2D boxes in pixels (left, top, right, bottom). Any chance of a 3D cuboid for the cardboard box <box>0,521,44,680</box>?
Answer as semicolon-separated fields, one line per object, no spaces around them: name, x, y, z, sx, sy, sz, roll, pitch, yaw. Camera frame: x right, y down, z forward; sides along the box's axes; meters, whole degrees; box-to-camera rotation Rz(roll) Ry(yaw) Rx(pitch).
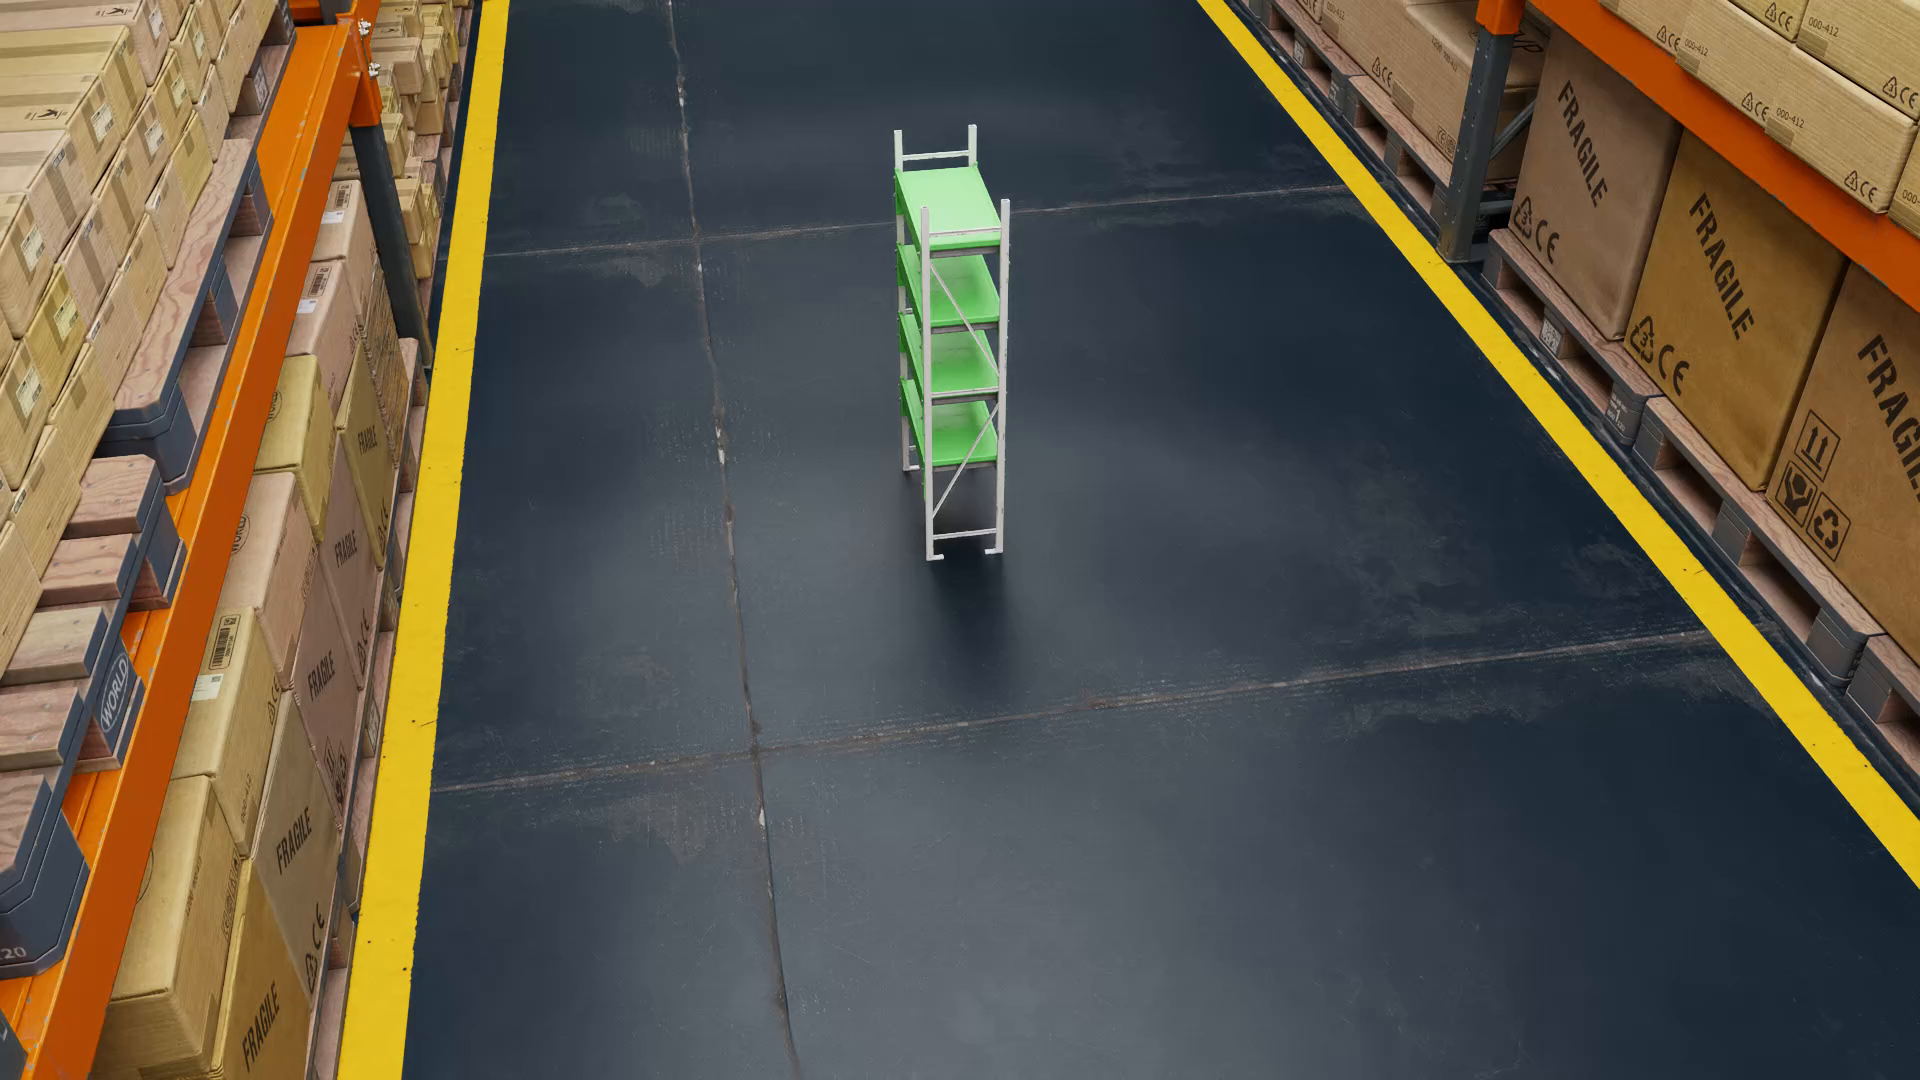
cardboard box;-1.647;0.115;2.520;0.380;0.149;0.250;-4;38;-6

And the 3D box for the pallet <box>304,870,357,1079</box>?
pallet;-1.855;1.264;3.451;1.003;0.211;1.213;-6;38;-8

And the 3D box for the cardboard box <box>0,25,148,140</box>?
cardboard box;-1.882;-0.911;3.355;0.380;0.149;0.250;-7;38;-9

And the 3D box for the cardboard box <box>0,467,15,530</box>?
cardboard box;-1.657;-0.026;2.459;0.380;0.149;0.250;-4;38;-6

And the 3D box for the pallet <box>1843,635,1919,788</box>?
pallet;3.072;0.659;4.230;1.003;0.211;1.213;-6;38;-8

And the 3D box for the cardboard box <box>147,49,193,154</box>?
cardboard box;-1.922;-0.950;3.648;0.380;0.149;0.250;-6;38;-8

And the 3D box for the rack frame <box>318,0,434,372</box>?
rack frame;-2.421;-1.781;5.097;1.000;3.000;0.127;-6;38;-8

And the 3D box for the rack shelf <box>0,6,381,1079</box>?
rack shelf;-2.071;-0.289;3.763;1.077;0.370;4.000;-6;38;-8

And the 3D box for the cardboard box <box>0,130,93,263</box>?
cardboard box;-1.794;-0.600;2.955;0.380;0.149;0.250;-5;38;-6

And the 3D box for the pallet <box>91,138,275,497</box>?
pallet;-2.107;-0.480;3.580;1.003;0.211;1.213;-6;38;-8

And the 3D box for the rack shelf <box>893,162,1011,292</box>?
rack shelf;-0.029;-0.902;4.755;0.258;0.148;0.480;-6;38;-8

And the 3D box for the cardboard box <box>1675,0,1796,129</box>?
cardboard box;2.418;-1.397;4.726;0.500;0.250;0.500;-7;38;-8

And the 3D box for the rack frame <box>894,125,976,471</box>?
rack frame;-0.072;-0.721;5.200;0.240;1.200;0.015;-6;38;-8

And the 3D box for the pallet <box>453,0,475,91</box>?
pallet;-3.002;-2.555;8.367;1.003;0.211;1.213;-6;38;-8

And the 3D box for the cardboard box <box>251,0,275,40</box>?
cardboard box;-2.110;-1.472;4.562;0.380;0.149;0.250;-6;38;-8

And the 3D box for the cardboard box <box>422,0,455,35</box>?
cardboard box;-2.553;-2.441;7.686;0.380;0.149;0.250;-6;38;-7

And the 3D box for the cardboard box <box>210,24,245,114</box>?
cardboard box;-2.025;-1.170;4.173;0.380;0.149;0.250;-8;39;-10

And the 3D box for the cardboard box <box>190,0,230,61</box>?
cardboard box;-2.017;-1.272;4.062;0.380;0.149;0.250;-7;38;-9

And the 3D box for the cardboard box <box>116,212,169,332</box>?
cardboard box;-1.834;-0.524;3.342;0.380;0.149;0.250;-6;38;-7

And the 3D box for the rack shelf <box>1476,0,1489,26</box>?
rack shelf;2.084;-3.298;7.637;1.077;0.370;4.000;-6;38;-8

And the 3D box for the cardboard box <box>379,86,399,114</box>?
cardboard box;-2.360;-1.606;6.369;0.380;0.149;0.250;-7;38;-9

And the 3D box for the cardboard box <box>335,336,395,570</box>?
cardboard box;-1.954;-0.230;4.796;0.500;0.500;0.500;-7;38;-9

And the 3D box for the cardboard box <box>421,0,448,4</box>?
cardboard box;-2.537;-2.559;7.596;0.380;0.149;0.250;-5;38;-6

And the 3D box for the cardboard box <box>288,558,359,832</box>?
cardboard box;-1.779;0.389;4.000;0.500;0.500;0.500;-7;38;-9

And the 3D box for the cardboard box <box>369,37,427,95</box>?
cardboard box;-2.393;-1.924;6.778;0.380;0.149;0.250;-5;38;-7

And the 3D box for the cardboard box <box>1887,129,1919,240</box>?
cardboard box;2.614;-0.789;3.943;0.500;0.250;0.500;-7;38;-8

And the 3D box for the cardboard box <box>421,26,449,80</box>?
cardboard box;-2.450;-2.121;7.274;0.380;0.149;0.250;-6;38;-7

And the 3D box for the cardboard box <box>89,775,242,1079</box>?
cardboard box;-1.602;0.718;2.965;0.500;0.250;0.500;-8;39;-10

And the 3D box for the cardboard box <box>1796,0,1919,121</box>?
cardboard box;2.506;-1.292;4.182;0.500;0.250;0.500;-7;38;-9

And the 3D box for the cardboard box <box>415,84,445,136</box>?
cardboard box;-2.436;-1.855;7.174;0.380;0.149;0.250;-7;38;-9

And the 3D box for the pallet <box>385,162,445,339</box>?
pallet;-2.574;-1.081;6.470;1.003;0.211;1.213;-6;38;-8

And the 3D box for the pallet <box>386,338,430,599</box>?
pallet;-2.283;-0.210;5.348;1.003;0.211;1.213;-6;38;-8

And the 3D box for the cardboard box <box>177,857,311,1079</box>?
cardboard box;-1.593;1.002;3.211;0.500;0.500;0.500;-8;39;-10

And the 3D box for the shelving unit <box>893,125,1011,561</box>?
shelving unit;-0.029;-0.574;5.011;0.258;1.200;0.503;-6;38;-8

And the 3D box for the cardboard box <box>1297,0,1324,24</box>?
cardboard box;2.116;-3.005;8.419;0.875;0.438;0.875;-5;38;-7

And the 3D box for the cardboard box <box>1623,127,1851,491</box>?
cardboard box;2.788;-0.790;5.212;0.875;0.875;0.875;-5;38;-7

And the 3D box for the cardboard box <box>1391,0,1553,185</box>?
cardboard box;2.430;-1.919;7.021;0.875;0.438;0.875;-7;38;-9

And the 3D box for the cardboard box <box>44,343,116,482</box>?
cardboard box;-1.743;-0.211;2.939;0.380;0.149;0.250;-5;38;-6

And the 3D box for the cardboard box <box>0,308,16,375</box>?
cardboard box;-1.699;-0.277;2.539;0.380;0.149;0.250;-6;38;-8

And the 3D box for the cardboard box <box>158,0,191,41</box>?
cardboard box;-1.981;-1.235;3.772;0.380;0.149;0.250;-7;38;-9

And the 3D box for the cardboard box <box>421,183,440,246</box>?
cardboard box;-2.215;-1.236;6.377;0.380;0.149;0.250;-5;38;-7

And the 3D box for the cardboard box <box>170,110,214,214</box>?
cardboard box;-1.925;-0.842;3.752;0.380;0.149;0.250;-5;38;-6

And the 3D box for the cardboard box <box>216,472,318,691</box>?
cardboard box;-1.766;0.111;3.746;0.500;0.250;0.500;-6;38;-8

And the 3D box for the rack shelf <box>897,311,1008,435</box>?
rack shelf;-0.029;-0.523;5.050;0.258;0.148;0.480;-6;38;-8

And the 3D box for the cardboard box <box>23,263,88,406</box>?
cardboard box;-1.751;-0.339;2.862;0.380;0.149;0.250;-6;38;-8

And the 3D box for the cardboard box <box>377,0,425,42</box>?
cardboard box;-2.526;-2.233;7.176;0.380;0.149;0.250;-6;38;-8

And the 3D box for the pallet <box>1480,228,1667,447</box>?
pallet;2.644;-0.815;6.127;1.003;0.211;1.213;-6;38;-8

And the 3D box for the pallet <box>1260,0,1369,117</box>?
pallet;2.161;-2.479;8.269;1.003;0.211;1.213;-6;38;-8

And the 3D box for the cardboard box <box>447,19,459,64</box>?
cardboard box;-2.556;-2.333;7.790;0.380;0.149;0.250;-8;39;-10

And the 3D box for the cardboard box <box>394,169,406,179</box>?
cardboard box;-2.302;-1.335;6.262;0.380;0.149;0.250;-6;38;-8

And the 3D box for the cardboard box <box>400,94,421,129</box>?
cardboard box;-2.450;-1.810;6.874;0.380;0.149;0.250;-5;38;-6

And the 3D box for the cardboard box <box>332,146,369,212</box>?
cardboard box;-2.278;-1.286;5.957;0.380;0.149;0.250;-5;38;-6

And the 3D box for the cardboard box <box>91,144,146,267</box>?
cardboard box;-1.834;-0.640;3.249;0.380;0.149;0.250;-7;38;-8

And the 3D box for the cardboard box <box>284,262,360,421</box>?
cardboard box;-1.965;-0.521;4.560;0.500;0.250;0.500;-5;38;-6

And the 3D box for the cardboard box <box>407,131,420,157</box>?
cardboard box;-2.404;-1.529;6.754;0.380;0.149;0.250;-7;38;-9
